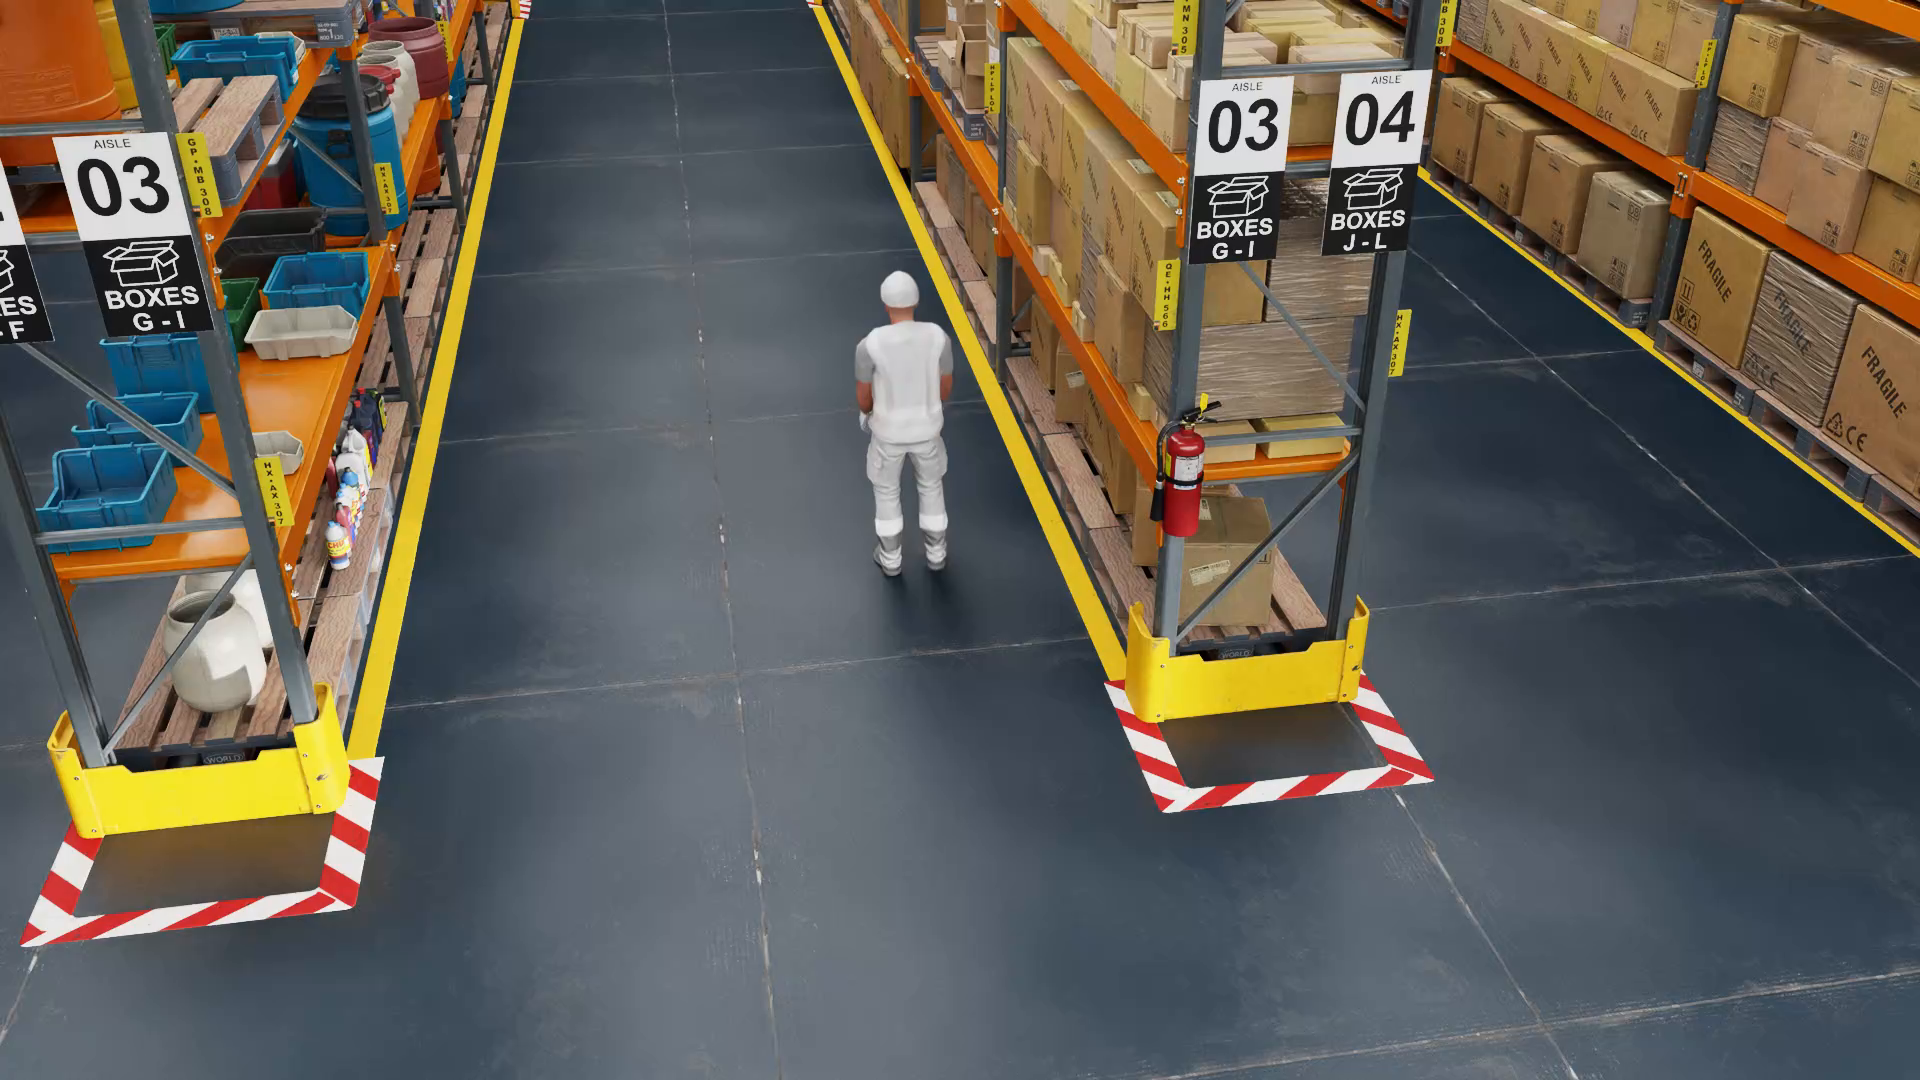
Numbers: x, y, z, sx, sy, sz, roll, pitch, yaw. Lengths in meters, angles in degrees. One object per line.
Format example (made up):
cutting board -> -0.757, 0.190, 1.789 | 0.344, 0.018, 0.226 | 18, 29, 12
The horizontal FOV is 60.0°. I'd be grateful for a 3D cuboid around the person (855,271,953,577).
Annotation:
person -> -0.309, -0.631, 9.189 | 0.539, 1.790, 0.437 | -6, 31, -10
